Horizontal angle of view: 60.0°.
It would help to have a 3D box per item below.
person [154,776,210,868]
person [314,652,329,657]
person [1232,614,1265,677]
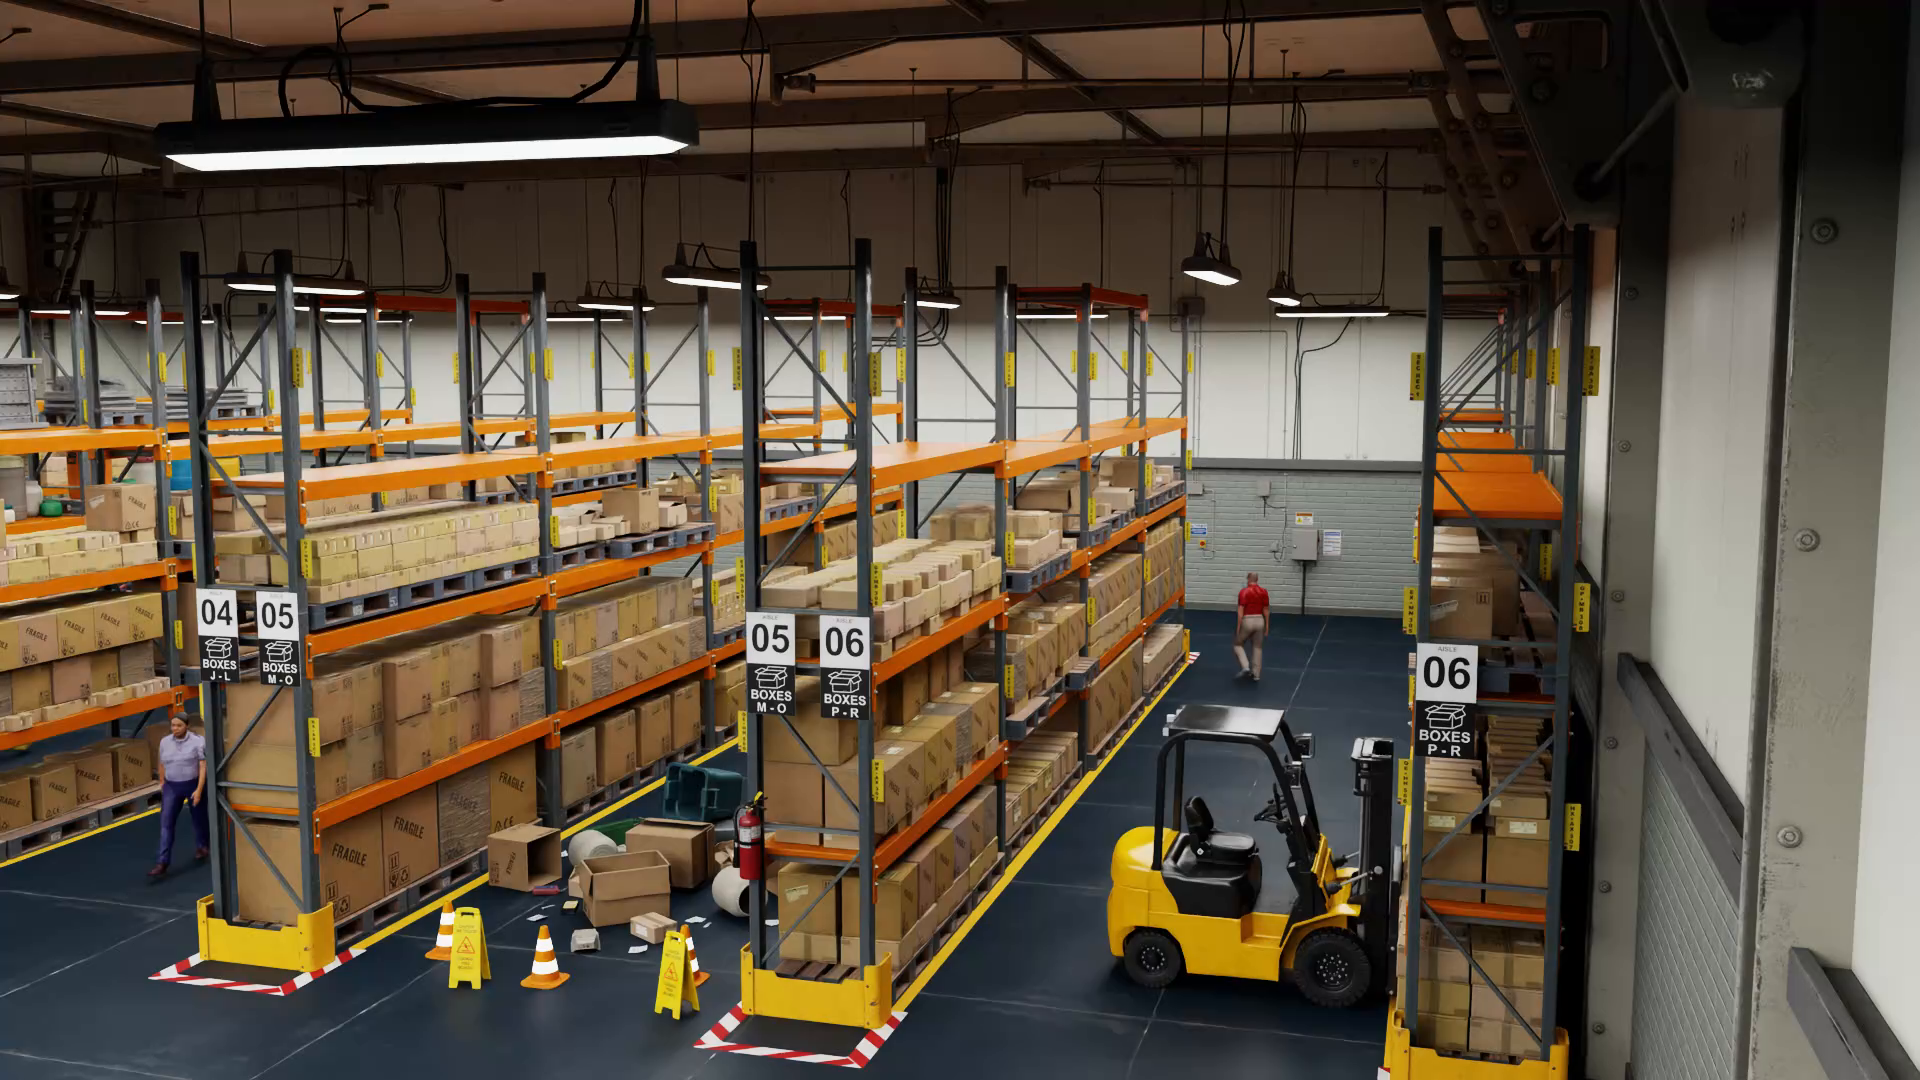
[{"bbox_3d":[-7.803,2.762,16.725,0.453,0.907,0.856,-2,7,-15],"label":"person"},{"bbox_3d":[-7.782,1.744,20.347,0.573,0.959,0.397,0,6,3],"label":"person"},{"bbox_3d":[4.589,1.658,26.384,0.466,0.991,0.431,-2,7,-16],"label":"person"}]
